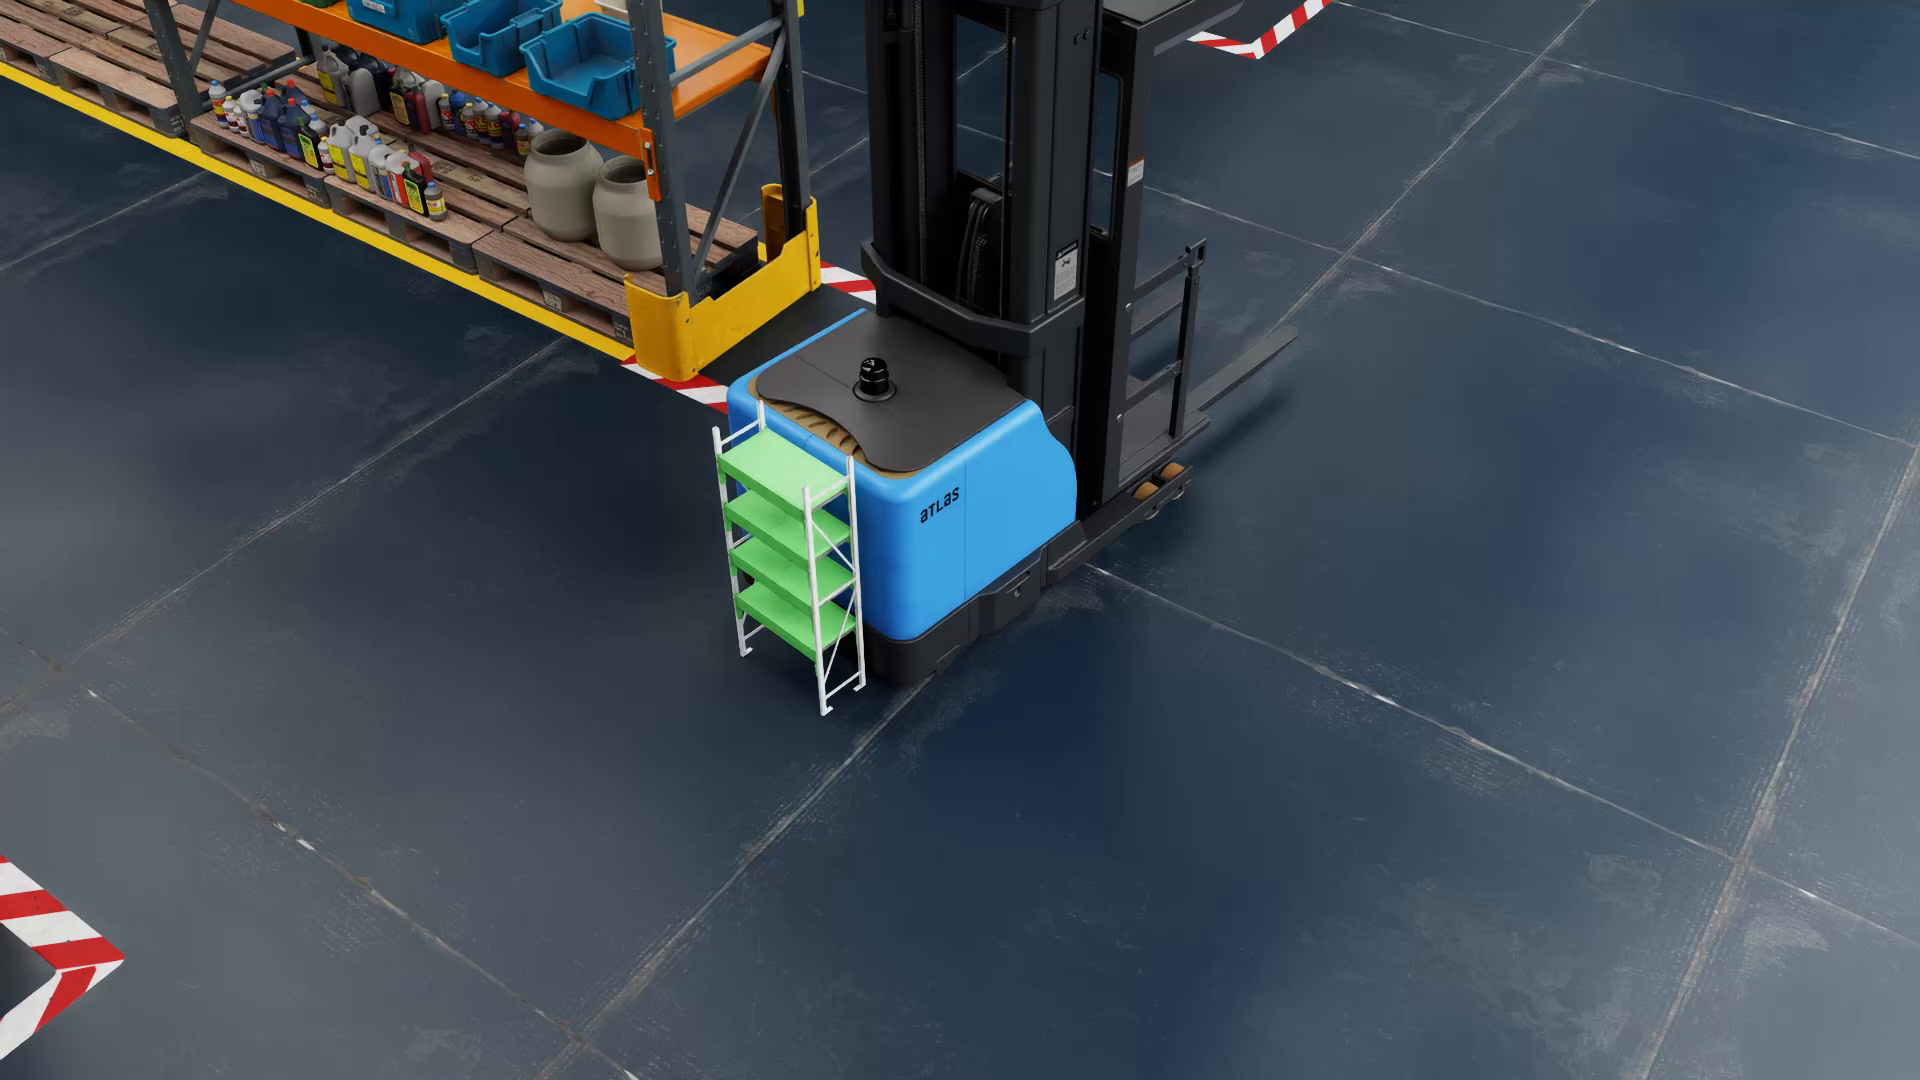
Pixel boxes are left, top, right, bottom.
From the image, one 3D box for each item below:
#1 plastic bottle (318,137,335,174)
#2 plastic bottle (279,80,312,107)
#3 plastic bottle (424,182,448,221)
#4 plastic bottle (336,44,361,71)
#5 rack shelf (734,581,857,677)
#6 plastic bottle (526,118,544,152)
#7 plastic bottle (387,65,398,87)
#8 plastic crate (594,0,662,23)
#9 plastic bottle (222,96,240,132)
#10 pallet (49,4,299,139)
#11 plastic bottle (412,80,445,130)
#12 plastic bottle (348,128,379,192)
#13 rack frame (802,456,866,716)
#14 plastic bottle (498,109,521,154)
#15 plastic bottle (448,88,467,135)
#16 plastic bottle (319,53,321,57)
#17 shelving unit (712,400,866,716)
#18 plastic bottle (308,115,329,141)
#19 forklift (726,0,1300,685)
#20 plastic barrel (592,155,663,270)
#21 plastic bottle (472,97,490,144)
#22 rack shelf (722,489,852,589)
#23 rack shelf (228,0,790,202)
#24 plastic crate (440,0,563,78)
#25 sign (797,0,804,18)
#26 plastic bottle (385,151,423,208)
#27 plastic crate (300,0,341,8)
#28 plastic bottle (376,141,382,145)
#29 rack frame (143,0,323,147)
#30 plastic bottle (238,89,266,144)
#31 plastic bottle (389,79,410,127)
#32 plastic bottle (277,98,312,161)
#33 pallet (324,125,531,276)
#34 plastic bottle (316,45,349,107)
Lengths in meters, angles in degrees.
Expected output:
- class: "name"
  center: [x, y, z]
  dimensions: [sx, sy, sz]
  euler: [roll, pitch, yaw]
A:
- class: "plastic bottle"
  center: [-3.597, -2.199, 9.475]
  dimensions: [0.097, 0.201, 0.097]
  euler: [0, 42, 0]
- class: "plastic bottle"
  center: [-3.887, -2.527, 9.729]
  dimensions: [0.185, 0.351, 0.144]
  euler: [25, 48, 25]
- class: "plastic bottle"
  center: [-2.873, -1.860, 9.096]
  dimensions: [0.097, 0.201, 0.097]
  euler: [0, 42, 0]
- class: "plastic bottle"
  center: [-3.699, -2.894, 10.140]
  dimensions: [0.185, 0.351, 0.144]
  euler: [24, 47, 24]
- class: "rack shelf"
  center: [-0.653, 0.317, 6.700]
  dimensions: [0.480, 0.148, 0.258]
  euler: [32, 51, 31]
- class: "plastic bottle"
  center: [-2.423, -2.287, 9.521]
  dimensions: [0.097, 0.271, 0.097]
  euler: [0, 42, 0]
- class: "plastic bottle"
  center: [-3.385, -2.756, 10.036]
  dimensions: [0.133, 0.283, 0.061]
  euler: [28, 49, 28]
- class: "plastic crate"
  center: [-1.665, -2.695, 8.459]
  dimensions: [0.250, 0.136, 0.298]
  euler: [25, 48, 25]
- class: "plastic bottle"
  center: [-4.300, -2.528, 9.842]
  dimensions: [0.097, 0.201, 0.097]
  euler: [0, 42, 0]
- class: "pallet"
  center: [-5.057, -3.047, 10.745]
  dimensions: [1.213, 0.211, 1.003]
  euler: [25, 48, 25]
- class: "plastic bottle"
  center: [-3.147, -2.605, 9.873]
  dimensions: [0.135, 0.276, 0.152]
  euler: [26, 48, 26]
- class: "plastic bottle"
  center: [-3.315, -2.142, 9.299]
  dimensions: [0.185, 0.351, 0.144]
  euler: [27, 48, 27]
- class: "rack frame"
  center: [-0.475, 0.202, 6.373]
  dimensions: [0.015, 1.200, 0.240]
  euler: [32, 51, 31]
- class: "plastic bottle"
  center: [-2.598, -2.388, 9.625]
  dimensions: [0.133, 0.283, 0.061]
  euler: [26, 48, 26]
- class: "plastic bottle"
  center: [-2.951, -2.534, 9.797]
  dimensions: [0.097, 0.271, 0.097]
  euler: [0, 42, 0]
- class: "plastic bottle"
  center: [-3.916, -2.959, 10.324]
  dimensions: [0.097, 0.201, 0.097]
  euler: [0, 42, 0]
- class: "shelving unit"
  center: [-0.653, 0.091, 6.497]
  dimensions: [0.503, 1.200, 0.258]
  euler: [32, 51, 31]
- class: "plastic bottle"
  center: [-3.673, -2.310, 9.547]
  dimensions: [0.097, 0.271, 0.097]
  euler: [0, 42, 0]
- class: "forklift"
  center: [0.430, -1.398, 6.863]
  dimensions: [1.130, 2.935, 3.031]
  euler: [32, 51, 31]
- class: "plastic barrel"
  center: [-1.700, -1.715, 8.716]
  dimensions: [0.421, 0.512, 0.421]
  euler: [0, 42, 0]
- class: "plastic bottle"
  center: [-2.785, -2.456, 9.710]
  dimensions: [0.097, 0.271, 0.097]
  euler: [0, 42, 0]
- class: "rack shelf"
  center: [-0.653, -0.041, 6.380]
  dimensions: [0.480, 0.148, 0.258]
  euler: [32, 51, 31]
- class: "rack shelf"
  center: [-2.755, -2.773, 8.887]
  dimensions: [4.000, 0.370, 1.077]
  euler: [25, 48, 25]
- class: "plastic crate"
  center: [-2.227, -2.500, 8.154]
  dimensions: [0.408, 0.251, 0.499]
  euler: [25, 48, 25]
- class: "sign"
  center: [-0.798, -2.677, 8.033]
  dimensions: [0.005, 0.325, 0.100]
  euler: [25, 48, 25]
- class: "plastic bottle"
  center: [-3.063, -1.999, 9.196]
  dimensions: [0.135, 0.276, 0.152]
  euler: [25, 48, 26]
- class: "plastic crate"
  center: [-3.443, -3.054, 8.821]
  dimensions: [0.662, 0.188, 0.450]
  euler: [25, 48, 25]
- class: "plastic bottle"
  center: [-3.281, -2.169, 9.441]
  dimensions: [0.097, 0.201, 0.097]
  euler: [0, 42, 0]
- class: "rack frame"
  center: [-4.392, -3.807, 9.503]
  dimensions: [0.127, 3.000, 1.000]
  euler: [25, 48, 25]
- class: "plastic bottle"
  center: [-4.103, -2.486, 9.739]
  dimensions: [0.135, 0.276, 0.152]
  euler: [27, 48, 27]
- class: "plastic bottle"
  center: [-3.316, -2.606, 9.869]
  dimensions: [0.133, 0.283, 0.061]
  euler: [25, 48, 25]
- class: "plastic bottle"
  center: [-3.815, -2.376, 9.560]
  dimensions: [0.185, 0.351, 0.144]
  euler: [23, 47, 24]
- class: "pallet"
  center: [-2.863, -2.021, 9.599]
  dimensions: [1.213, 0.211, 1.003]
  euler: [25, 48, 25]
- class: "plastic bottle"
  center: [-3.782, -2.816, 10.052]
  dimensions: [0.185, 0.351, 0.144]
  euler: [25, 48, 25]
